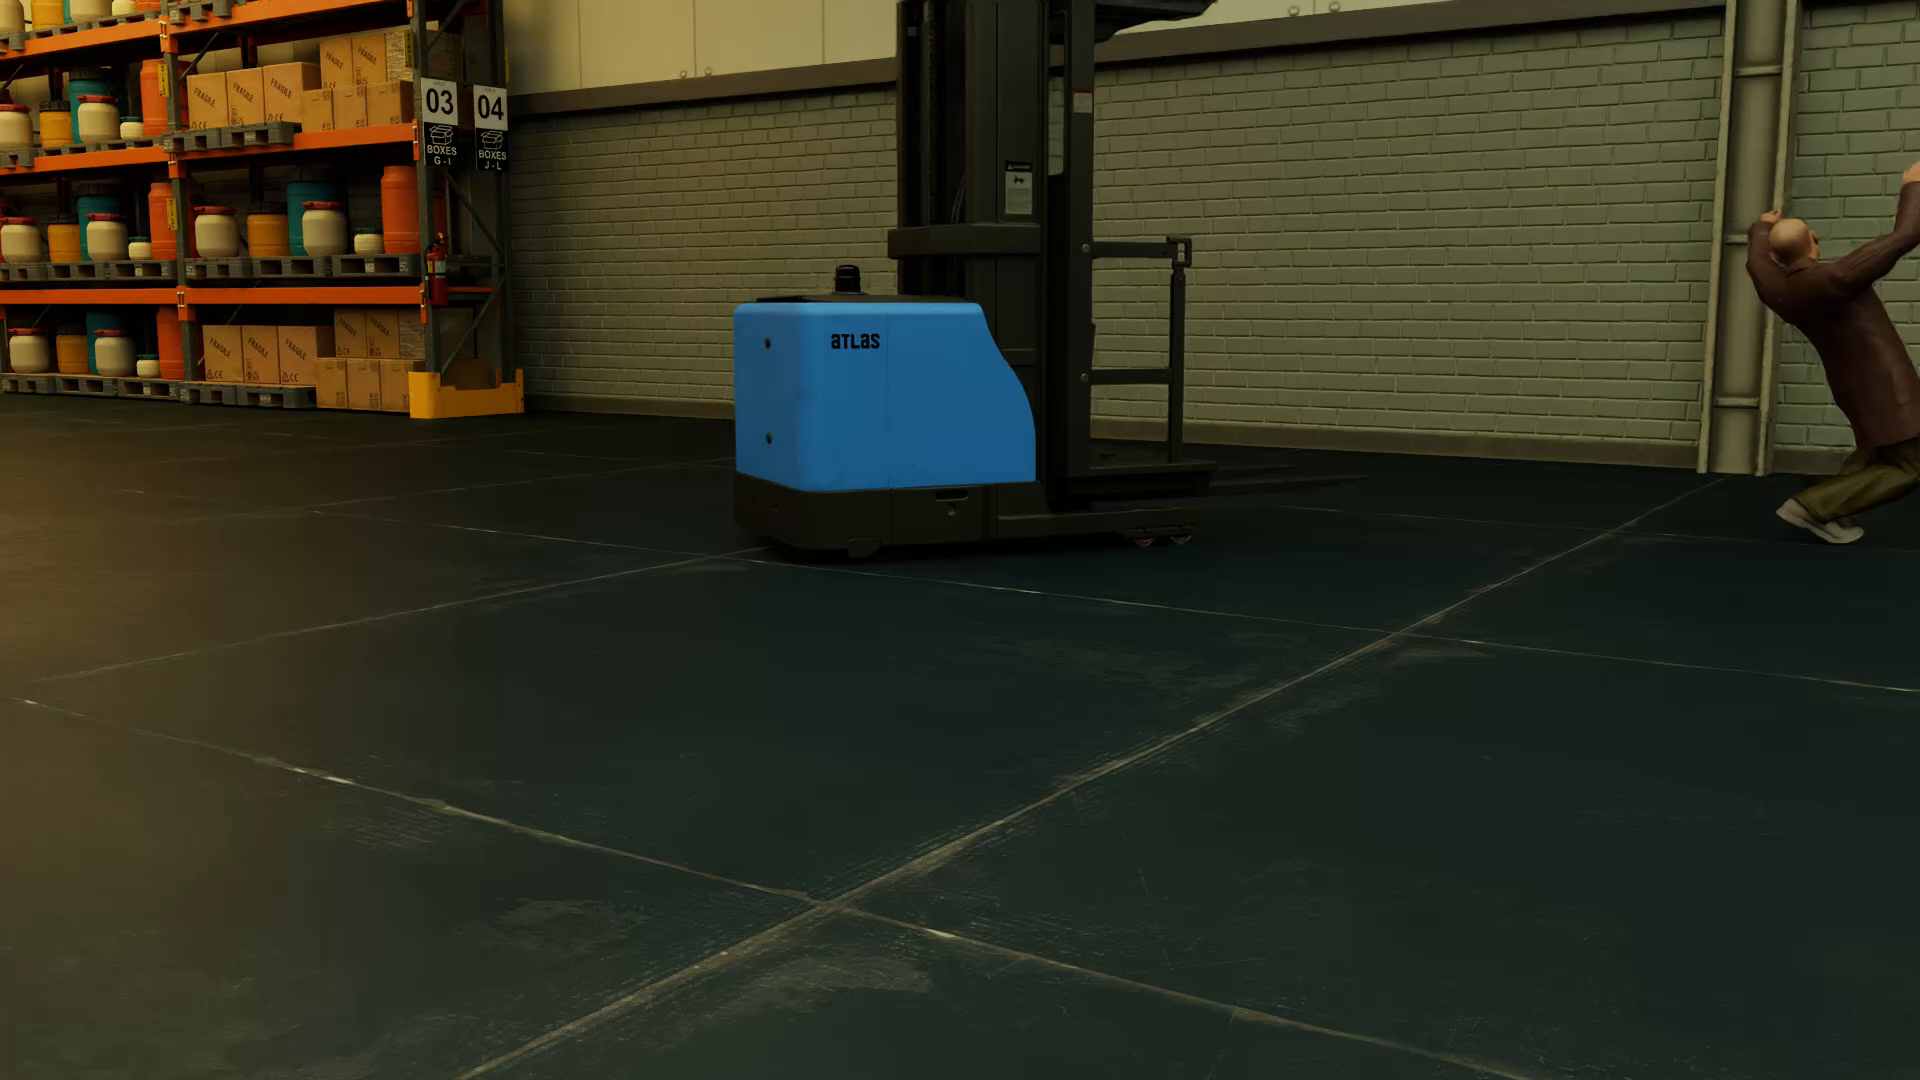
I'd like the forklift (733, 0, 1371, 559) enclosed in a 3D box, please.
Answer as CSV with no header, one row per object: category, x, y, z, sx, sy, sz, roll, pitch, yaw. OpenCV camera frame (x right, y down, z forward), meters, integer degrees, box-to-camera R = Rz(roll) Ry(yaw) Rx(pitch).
forklift,0.518,-1.491,7.675,3.031,2.935,1.130,-4,9,-25

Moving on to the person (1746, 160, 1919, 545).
person,4.052,-0.846,7.653,0.822,1.730,1.137,0,8,3
